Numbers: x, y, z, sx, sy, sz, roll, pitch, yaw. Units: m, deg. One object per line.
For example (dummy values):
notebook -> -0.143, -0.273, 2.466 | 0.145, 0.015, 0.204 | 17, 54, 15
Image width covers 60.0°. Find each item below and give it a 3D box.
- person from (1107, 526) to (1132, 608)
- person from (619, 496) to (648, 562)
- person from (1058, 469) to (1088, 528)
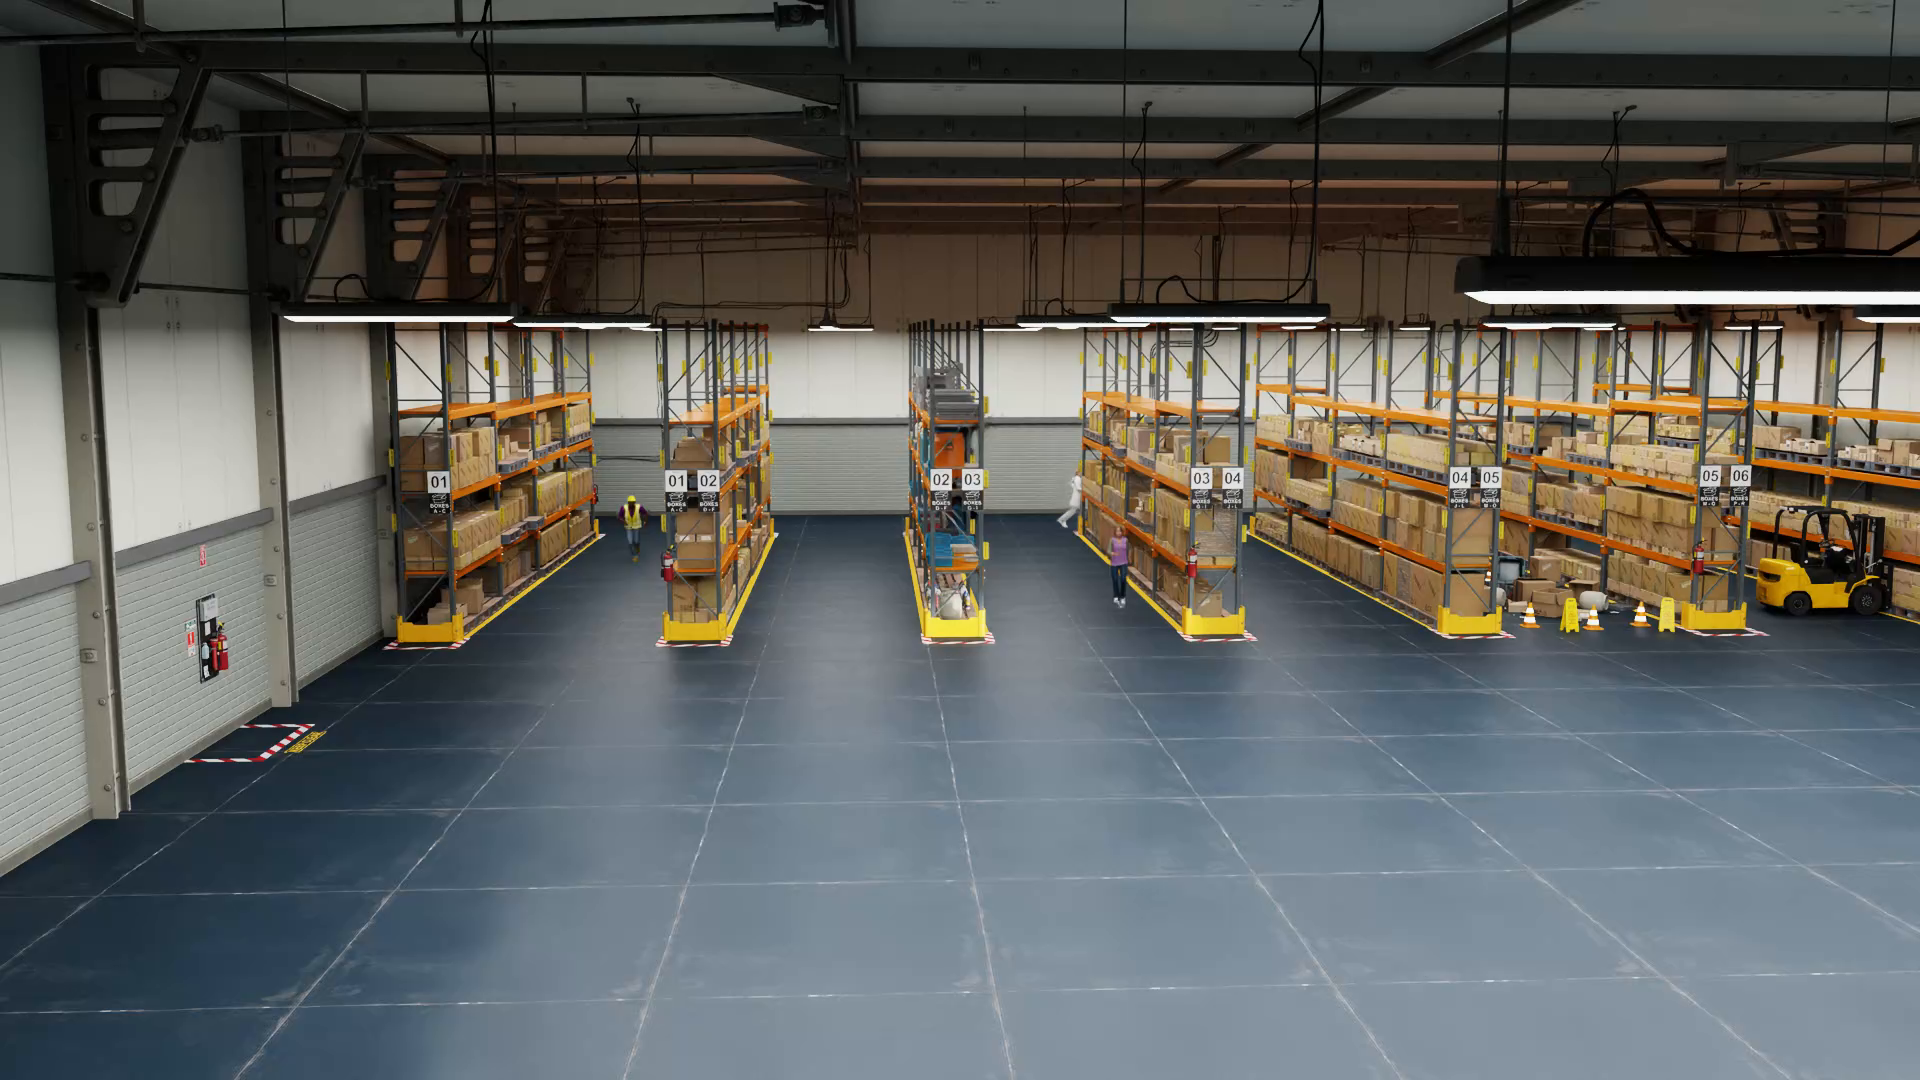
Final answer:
person -> 3.198, 0.536, 33.349 | 0.509, 1.648, 0.655 | 0, 7, 4
person -> -8.257, -0.286, 42.022 | 0.690, 1.685, 0.737 | 0, 7, -2
person -> 3.399, -1.197, 48.873 | 1.045, 1.815, 0.725 | 1, 7, 8
